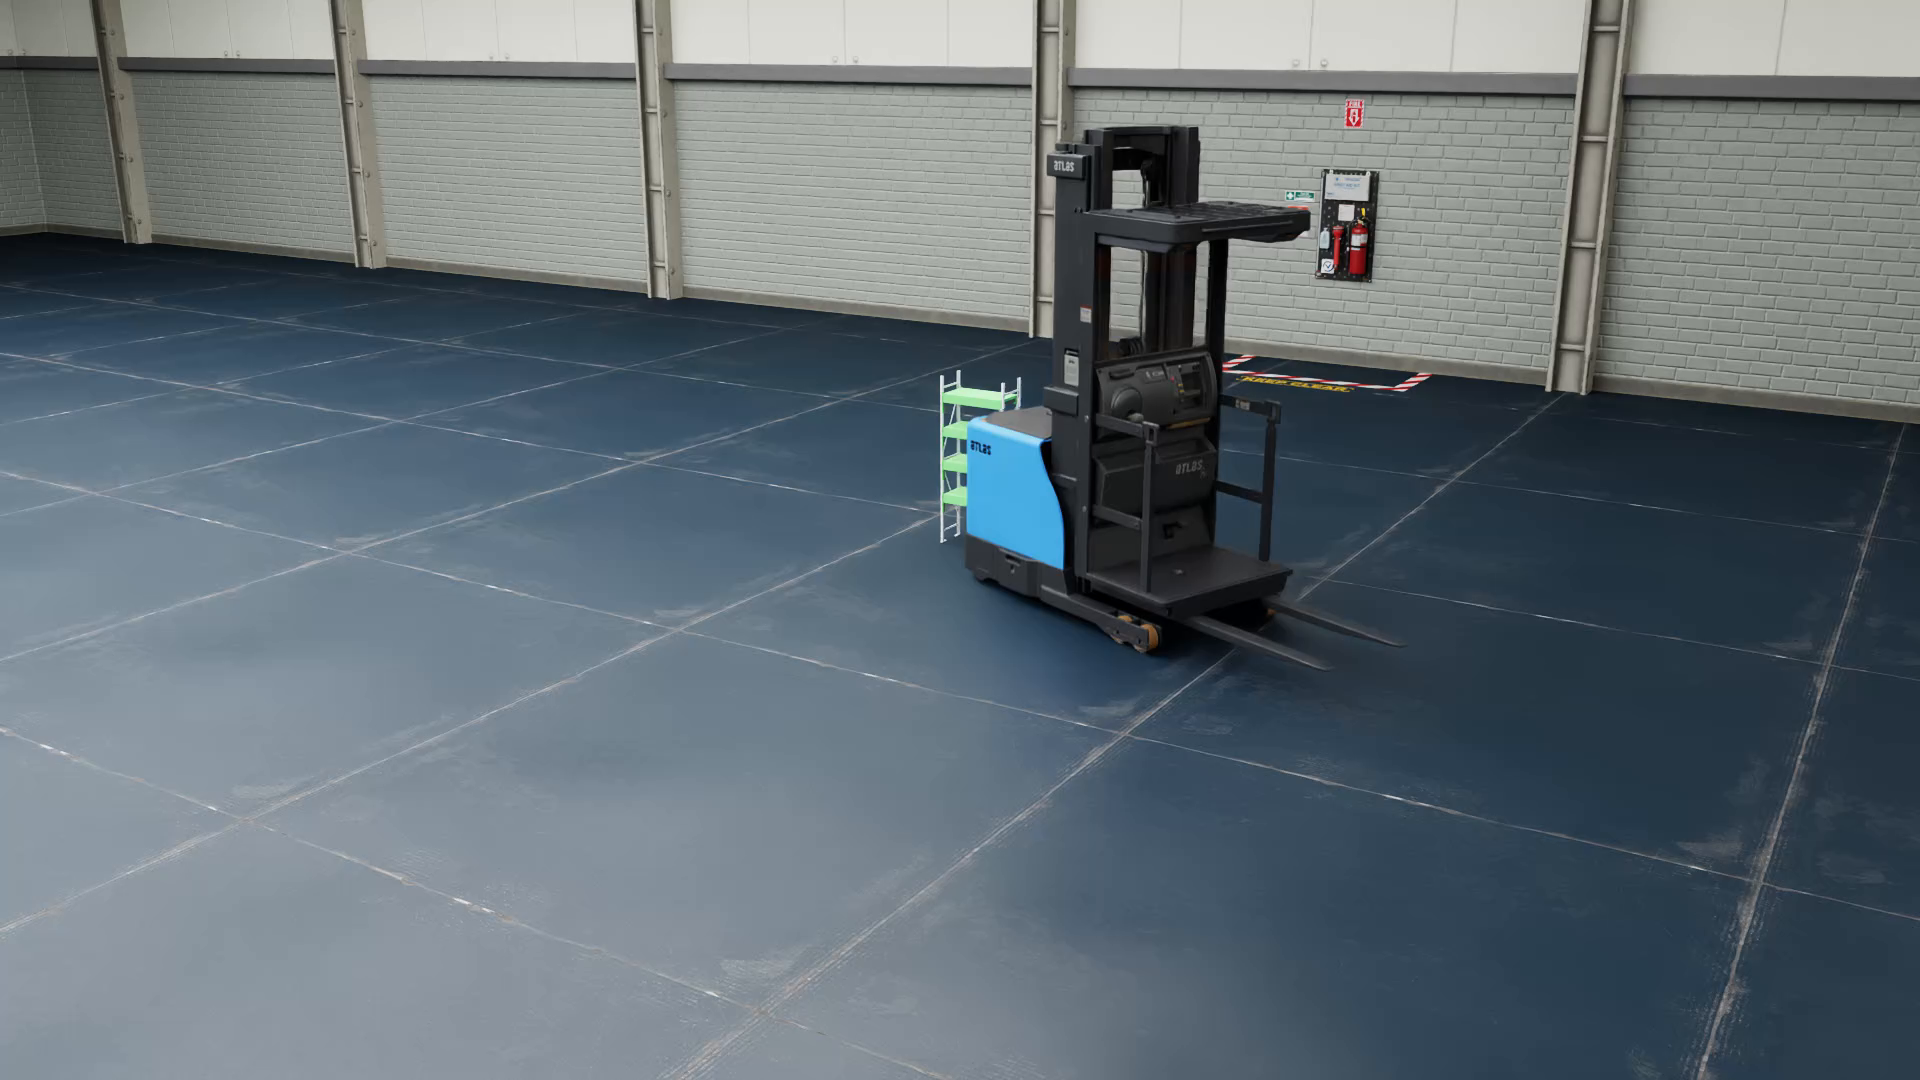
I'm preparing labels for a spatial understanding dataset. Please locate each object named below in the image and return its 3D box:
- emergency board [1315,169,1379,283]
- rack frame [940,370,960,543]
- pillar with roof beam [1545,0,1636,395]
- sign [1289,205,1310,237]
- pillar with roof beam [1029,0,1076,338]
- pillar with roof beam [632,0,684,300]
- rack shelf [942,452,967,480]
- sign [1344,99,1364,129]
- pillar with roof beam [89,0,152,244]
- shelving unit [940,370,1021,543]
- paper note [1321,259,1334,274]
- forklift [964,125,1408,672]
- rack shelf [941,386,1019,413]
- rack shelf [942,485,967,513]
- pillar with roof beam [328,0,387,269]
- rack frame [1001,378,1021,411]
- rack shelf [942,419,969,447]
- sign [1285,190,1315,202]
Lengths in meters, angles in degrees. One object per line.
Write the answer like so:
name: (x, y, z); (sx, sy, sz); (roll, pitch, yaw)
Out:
emergency board: (4.095, -3.340, 17.716); (0.643, 1.169, 0.194); (10, 20, 30)
rack frame: (-0.067, -0.586, 11.746); (0.015, 1.200, 0.240); (10, 20, 30)
pillar with roof beam: (3.928, -4.759, 12.065); (0.400, 9.000, 9.100); (10, 20, 30)
sign: (3.678, -3.467, 18.072); (0.234, 0.329, 0.001); (10, 20, 30)
pillar with roof beam: (-1.185, -5.672, 15.070); (0.400, 9.000, 9.100); (10, 20, 30)
pillar with roof beam: (-6.297, -6.584, 18.074); (0.400, 9.000, 9.100); (10, 20, 30)
rack shelf: (0.141, -0.488, 11.643); (0.480, 0.148, 0.258); (10, 20, 30)
sign: (4.141, -4.475, 17.464); (0.199, 0.298, 0.001); (10, 20, 30)
pillar with roof beam: (-16.523, -8.410, 24.083); (0.400, 9.000, 9.100); (10, 20, 30)
shelving unit: (0.141, -0.549, 11.624); (0.503, 1.200, 0.258); (10, 20, 30)
paper note: (3.981, -2.963, 17.989); (0.142, 0.148, 0.016); (10, 20, 30)
forklift: (1.313, -0.906, 9.819); (1.130, 2.935, 3.031); (-12, 21, -35)
rack shelf: (0.141, -0.947, 11.503); (0.480, 0.148, 0.258); (10, 20, 30)
rack shelf: (0.141, -0.258, 11.712); (0.480, 0.148, 0.258); (10, 20, 30)
pillar with roof beam: (-11.410, -7.497, 21.079); (0.400, 9.000, 9.100); (10, 20, 30)
rack frame: (0.349, -0.512, 11.502); (0.015, 1.200, 0.240); (10, 20, 30)
rack shelf: (0.141, -0.717, 11.573); (0.480, 0.148, 0.258); (10, 20, 30)
sign: (3.677, -3.717, 17.985); (0.331, 0.109, 0.001); (10, 20, 30)
